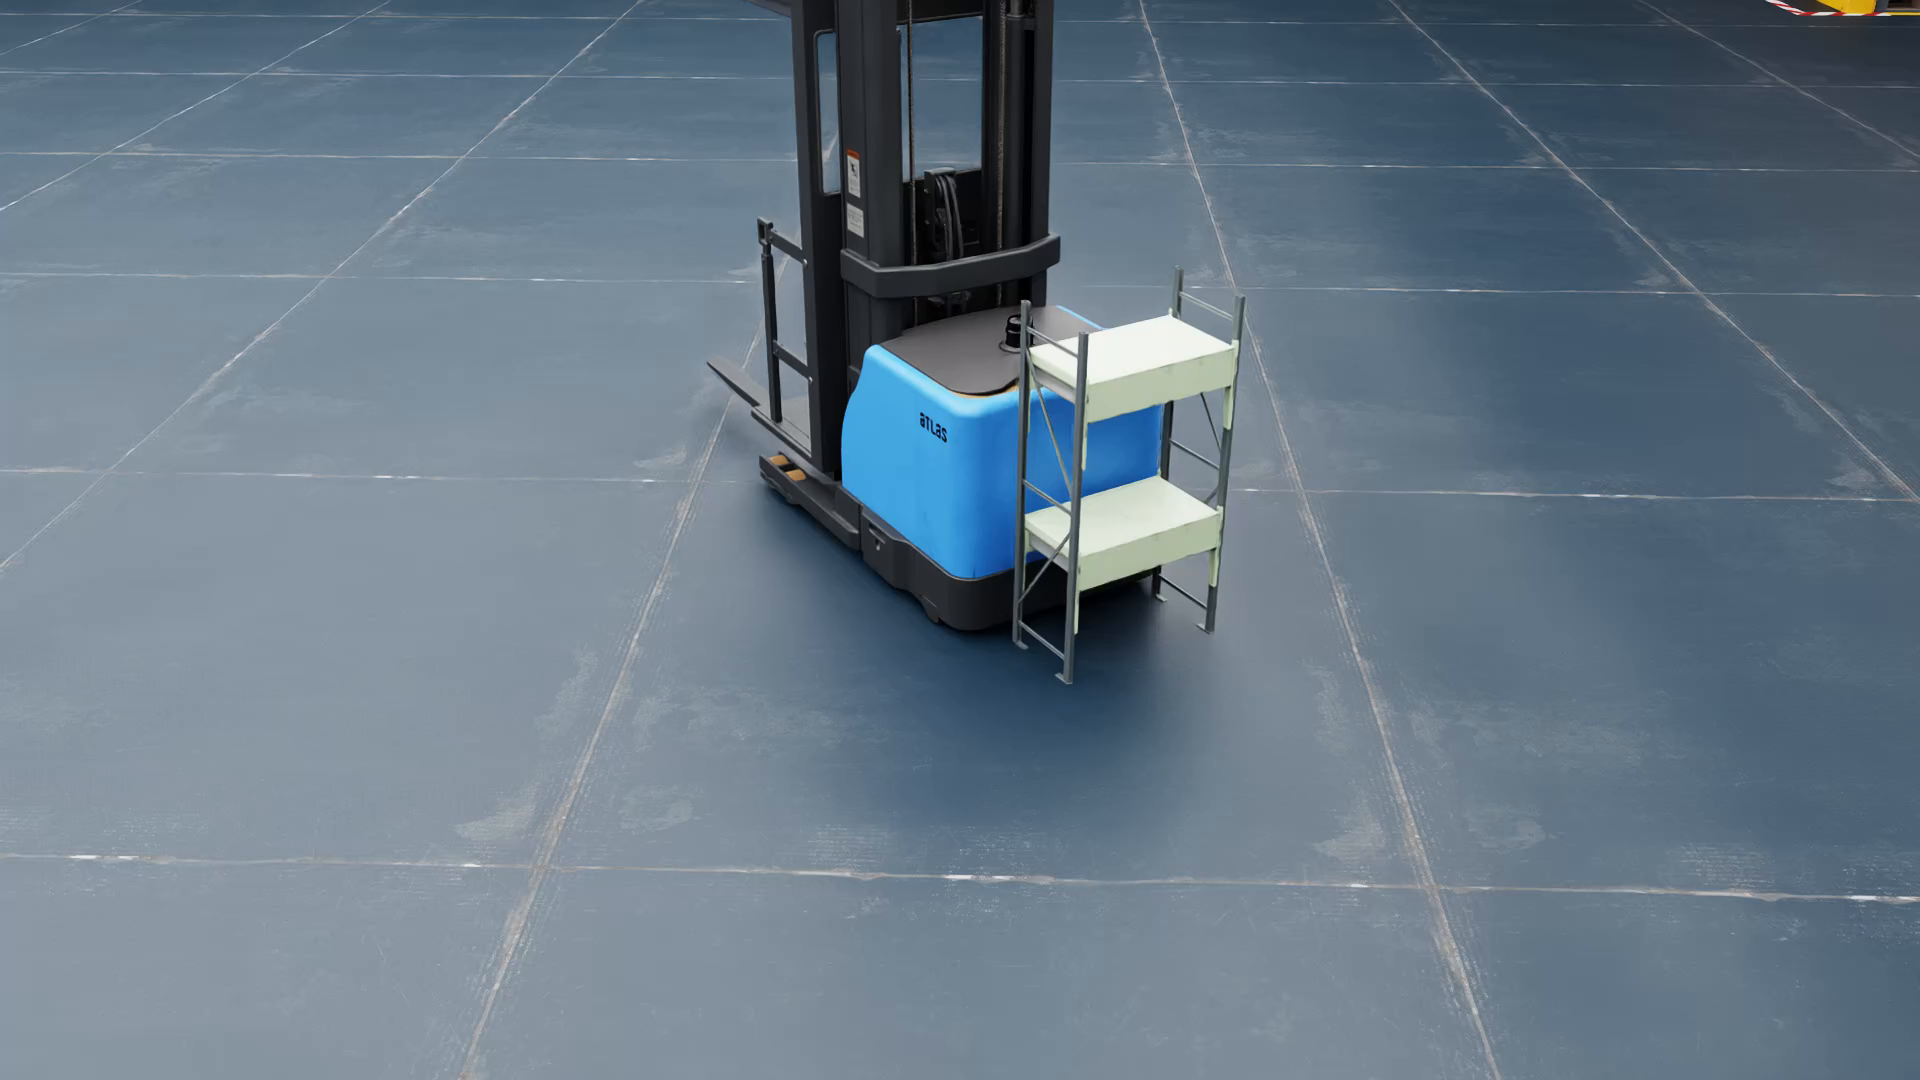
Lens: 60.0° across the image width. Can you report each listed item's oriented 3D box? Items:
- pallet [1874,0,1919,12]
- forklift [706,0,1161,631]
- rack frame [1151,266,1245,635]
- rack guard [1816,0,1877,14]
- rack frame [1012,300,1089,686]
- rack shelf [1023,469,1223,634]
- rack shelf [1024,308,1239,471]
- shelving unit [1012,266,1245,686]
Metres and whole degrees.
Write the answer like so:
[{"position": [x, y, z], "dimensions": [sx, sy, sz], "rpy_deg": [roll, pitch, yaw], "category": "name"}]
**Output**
[{"position": [11.227, -6.462, 19.715], "dimensions": [1.213, 0.211, 1.003], "rpy_deg": [1, 28, 2], "category": "pallet"}, {"position": [-0.330, -1.571, 7.584], "dimensions": [1.130, 2.935, 3.031], "rpy_deg": [-16, 32, -27], "category": "forklift"}, {"position": [0.958, -0.342, 6.788], "dimensions": [0.023, 1.500, 0.400], "rpy_deg": [-17, 33, -28], "category": "rack frame"}, {"position": [10.437, -6.583, 19.635], "dimensions": [0.348, 0.500, 1.175], "rpy_deg": [1, 28, 2], "category": "rack guard"}, {"position": [0.340, -0.159, 6.442], "dimensions": [0.023, 1.500, 0.400], "rpy_deg": [-17, 33, -28], "category": "rack frame"}, {"position": [0.647, 0.035, 6.771], "dimensions": [0.720, 0.370, 0.431], "rpy_deg": [-17, 33, -28], "category": "rack shelf"}, {"position": [0.652, -0.593, 6.428], "dimensions": [0.720, 0.370, 0.431], "rpy_deg": [-17, 33, -28], "category": "rack shelf"}, {"position": [0.649, -0.251, 6.615], "dimensions": [0.755, 1.500, 0.431], "rpy_deg": [-17, 33, -28], "category": "shelving unit"}]
